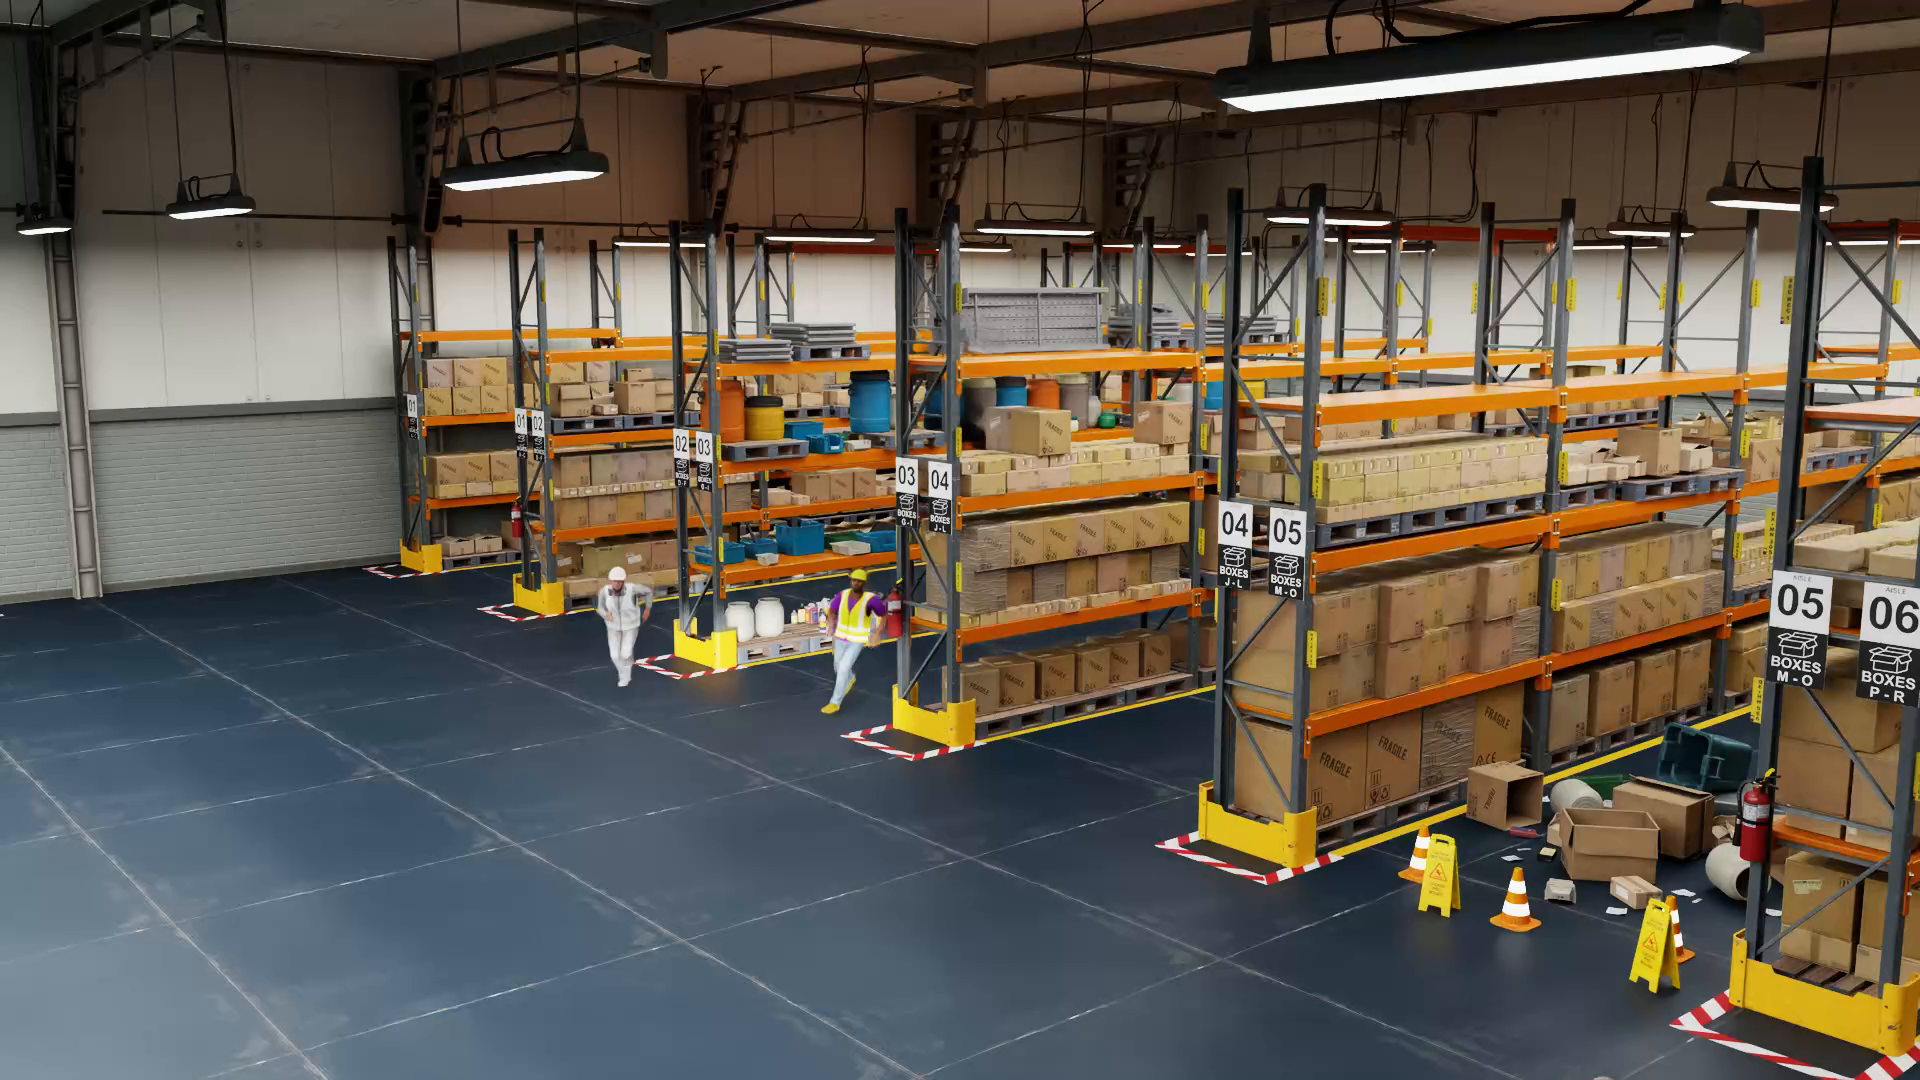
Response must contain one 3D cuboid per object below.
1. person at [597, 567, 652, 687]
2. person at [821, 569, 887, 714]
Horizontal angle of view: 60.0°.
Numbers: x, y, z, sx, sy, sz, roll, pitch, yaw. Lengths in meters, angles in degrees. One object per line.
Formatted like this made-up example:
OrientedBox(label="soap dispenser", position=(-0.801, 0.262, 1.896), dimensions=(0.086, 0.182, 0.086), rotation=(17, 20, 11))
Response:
OrientedBox(label="person", position=(-4.274, 1.114, 21.230), dimensions=(0.679, 1.632, 0.837), rotation=(-1, 9, -3))
OrientedBox(label="person", position=(-1.302, 1.205, 20.261), dimensions=(0.765, 1.724, 0.921), rotation=(4, 10, 23))
